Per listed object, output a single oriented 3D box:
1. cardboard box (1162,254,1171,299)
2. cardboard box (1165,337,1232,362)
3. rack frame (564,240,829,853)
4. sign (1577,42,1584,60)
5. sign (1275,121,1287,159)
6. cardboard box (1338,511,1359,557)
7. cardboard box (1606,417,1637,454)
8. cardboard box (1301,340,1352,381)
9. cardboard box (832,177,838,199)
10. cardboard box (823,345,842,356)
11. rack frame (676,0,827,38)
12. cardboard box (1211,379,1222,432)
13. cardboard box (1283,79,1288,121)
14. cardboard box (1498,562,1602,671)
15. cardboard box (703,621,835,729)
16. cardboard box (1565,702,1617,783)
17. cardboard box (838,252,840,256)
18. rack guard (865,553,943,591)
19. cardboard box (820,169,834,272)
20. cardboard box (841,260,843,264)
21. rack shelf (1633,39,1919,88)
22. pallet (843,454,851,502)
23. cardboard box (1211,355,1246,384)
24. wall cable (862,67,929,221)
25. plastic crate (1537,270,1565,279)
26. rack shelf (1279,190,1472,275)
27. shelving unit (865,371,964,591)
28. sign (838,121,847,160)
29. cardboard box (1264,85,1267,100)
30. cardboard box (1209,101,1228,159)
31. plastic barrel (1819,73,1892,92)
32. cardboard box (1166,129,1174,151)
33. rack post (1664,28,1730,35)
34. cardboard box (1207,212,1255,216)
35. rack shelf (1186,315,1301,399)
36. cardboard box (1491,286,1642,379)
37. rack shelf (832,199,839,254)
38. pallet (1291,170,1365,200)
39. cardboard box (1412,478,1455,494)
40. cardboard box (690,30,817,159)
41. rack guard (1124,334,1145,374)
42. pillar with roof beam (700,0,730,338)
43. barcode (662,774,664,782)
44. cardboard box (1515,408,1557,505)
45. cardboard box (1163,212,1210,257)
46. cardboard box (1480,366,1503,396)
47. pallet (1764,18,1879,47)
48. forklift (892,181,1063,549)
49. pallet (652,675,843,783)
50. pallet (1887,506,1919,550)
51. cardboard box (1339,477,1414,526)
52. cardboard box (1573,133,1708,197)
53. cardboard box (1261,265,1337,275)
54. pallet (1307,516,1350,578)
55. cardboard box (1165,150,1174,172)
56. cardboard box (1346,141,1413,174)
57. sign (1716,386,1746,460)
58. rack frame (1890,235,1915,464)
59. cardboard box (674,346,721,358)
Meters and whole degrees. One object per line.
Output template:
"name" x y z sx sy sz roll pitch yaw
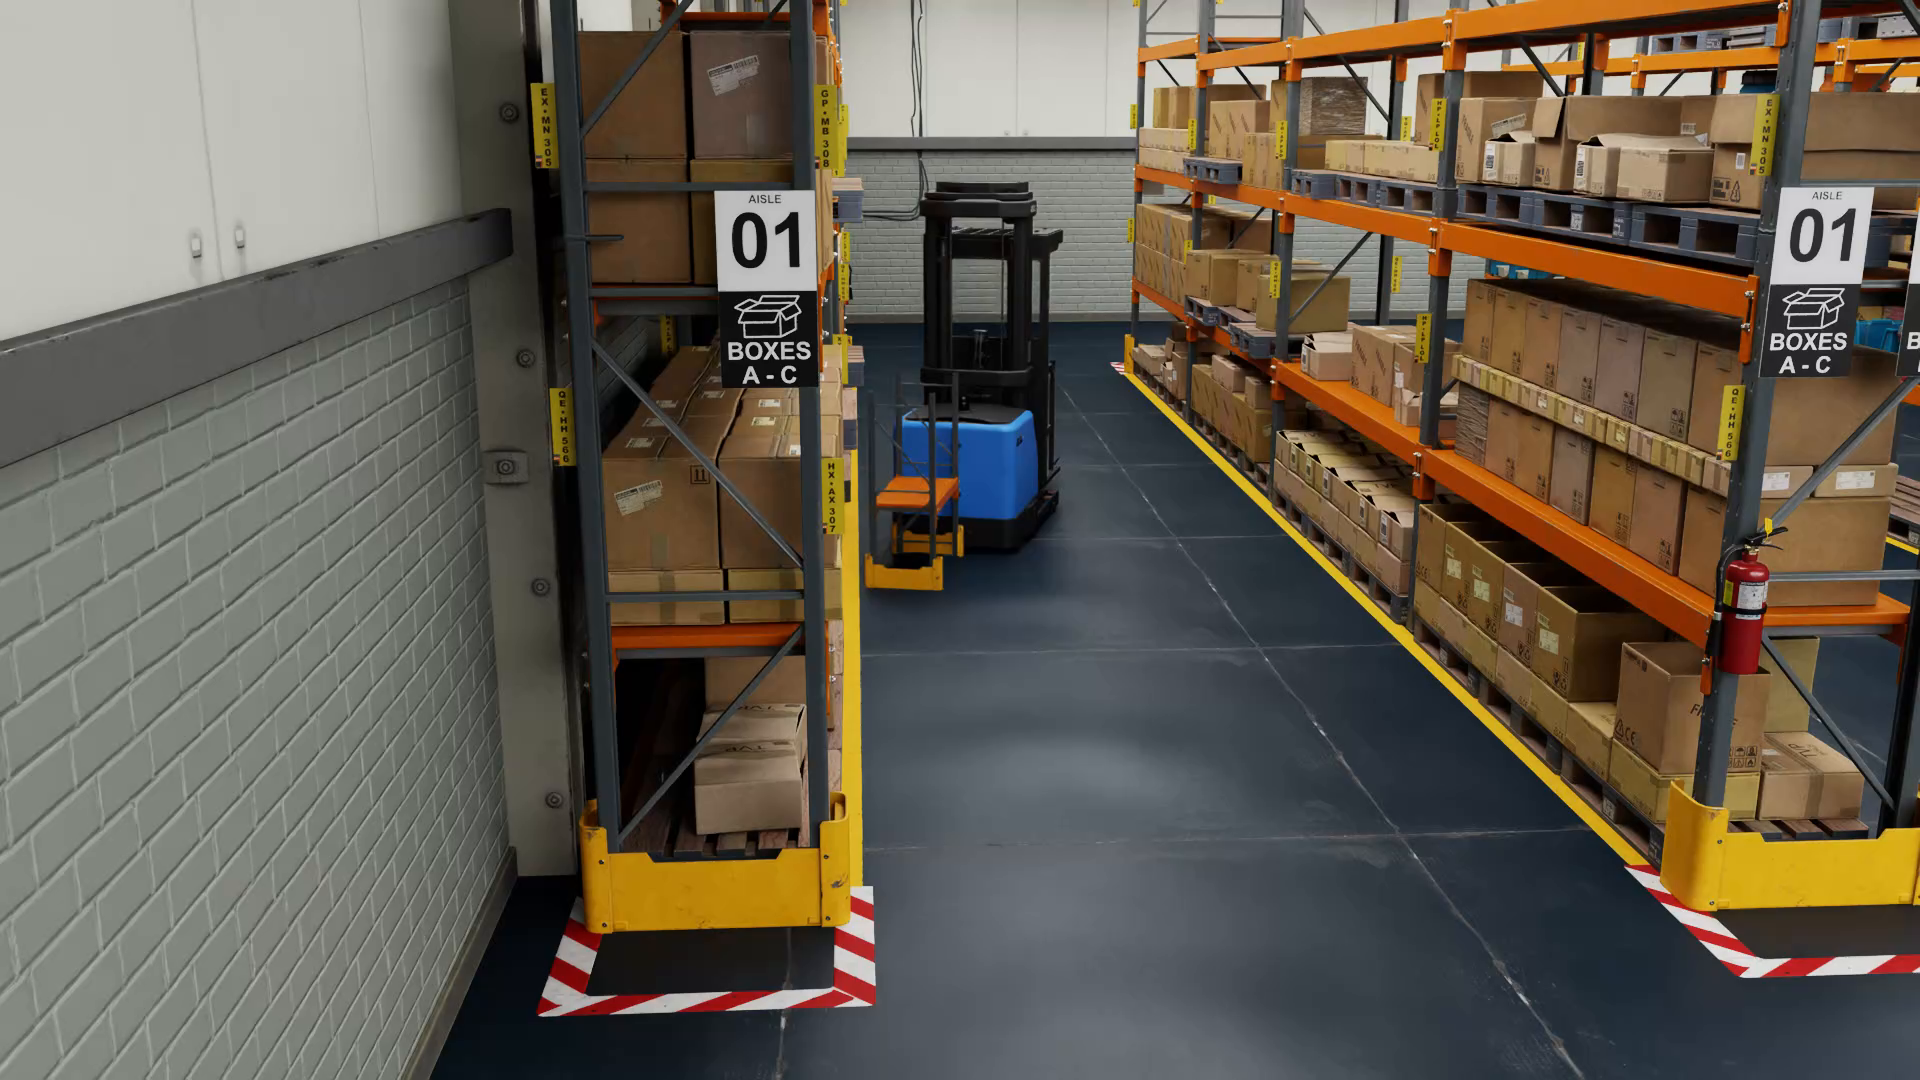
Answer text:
"cardboard box" 2.769 -3.242 20.407 0.500 0.500 0.500 -1 14 -2
"cardboard box" 3.002 -2.289 21.029 0.797 0.503 0.637 -1 14 -3
"rack frame" -1.077 0.244 7.057 1.000 3.000 0.127 -1 14 -3
"sign" 8.368 -6.649 22.458 0.100 0.325 0.005 -1 14 -3
"sign" 2.829 -3.518 14.621 0.100 0.325 0.005 -1 14 -3
"cardboard box" 3.242 -0.051 12.881 0.500 0.250 0.500 -1 14 -2
"cardboard box" 3.589 -0.544 8.619 0.380 0.149 0.250 0 14 -2
"cardboard box" 3.233 -1.554 14.225 0.500 0.311 0.500 -1 14 -4
"cardboard box" -1.259 -2.989 13.745 0.500 0.311 0.500 -1 14 -3
"cardboard box" -0.987 -0.938 10.407 0.500 0.500 0.500 -1 14 -4
"rack frame" -1.325 -3.656 10.175 1.000 3.000 0.127 -1 14 -3
"cardboard box" 2.978 -1.439 17.733 0.500 0.500 0.500 -1 14 -3
"cardboard box" 3.319 -4.043 15.494 0.500 0.500 0.500 -1 14 -3
"cardboard box" 3.430 0.430 9.504 0.500 0.500 0.500 -1 14 -3
"cardboard box" -1.061 0.743 9.251 0.700 0.500 0.500 -2 15 -7
"cardboard box" 3.496 1.042 8.631 0.500 0.250 0.500 -1 14 -3
"cardboard box" -1.378 -2.561 15.618 0.500 0.250 0.500 -1 14 -4
"rack guard" -0.425 0.243 12.579 0.587 0.250 0.087 2 15 9
"cardboard box" -0.846 -1.488 7.527 0.500 0.500 0.500 0 14 0
"cardboard box" -1.499 -2.705 17.680 0.500 0.500 0.500 -1 14 -3
"rack shelf" 8.191 -4.759 16.709 1.077 0.370 4.000 -1 14 -3
"pallet" -1.546 -0.592 15.903 1.003 0.211 1.213 -1 14 -3
"cardboard box" 2.972 -1.810 17.671 0.500 0.250 0.500 -1 14 -3
"wall cable" -2.062 -6.549 27.650 3.097 2.526 0.112 -1 14 -3
"plastic crate" 7.606 -3.367 21.309 0.416 0.233 0.300 -1 14 -3
"rack shelf" 3.495 -2.429 12.873 1.077 0.370 4.000 -1 14 -3
"shelving unit" -0.344 -0.484 12.899 0.587 1.500 1.083 2 15 9
"sign" -1.031 -3.456 14.382 0.100 0.325 0.005 -1 14 -3
"cardboard box" 3.166 -5.050 19.405 0.700 0.500 0.500 -1 14 -3
"cardboard box" 3.081 -4.444 18.014 0.600 0.600 0.600 -2 15 -9
"plastic barrel" 8.283 -3.903 15.453 0.600 0.830 0.708 -1 14 -3
"cardboard box" 2.766 -4.805 19.960 0.500 0.250 0.500 -1 14 -3
"rack post" 8.088 -5.552 17.696 0.937 0.300 0.954 -1 14 -4
"cardboard box" 3.311 -3.728 20.288 0.500 0.500 0.500 -1 14 -5
"rack shelf" 3.247 -1.972 17.113 1.077 0.370 4.000 -1 14 -3
"cardboard box" 3.685 -1.269 10.133 0.700 0.500 0.500 -1 14 -4
"rack shelf" -1.449 -2.352 12.572 1.077 0.370 4.000 -1 14 -3
"pallet" 3.502 -3.016 14.089 1.213 0.211 1.003 0 14 -1
"cardboard box" 3.783 -0.331 12.843 0.500 0.311 0.500 -1 14 -5
"cardboard box" -0.859 -1.850 6.930 0.500 0.500 0.500 -2 15 -7
"rack guard" 2.880 -2.583 23.061 1.175 0.500 0.348 -1 14 -3
"pillar with roof beam" 1.569 -5.873 18.791 9.100 9.000 0.400 -1 14 -3
"barcode" -1.431 1.157 8.003 0.001 0.075 0.075 -1 14 -3
"cardboard box" 3.719 -0.510 9.788 0.700 0.500 0.500 -1 14 -3
"cardboard box" 2.768 -3.725 20.275 0.500 0.500 0.500 -1 14 -3
"cardboard box" 3.476 -0.994 10.367 0.380 0.149 0.250 -1 14 -5
"pallet" 8.301 -4.698 15.409 1.213 0.211 1.003 -1 14 -3
"forklift" 0.283 -1.672 14.643 1.130 2.935 3.031 3 15 13
"pallet" -1.169 1.071 9.441 1.003 0.211 1.213 -1 14 -3
"pallet" 8.397 -0.052 13.804 1.003 0.211 1.213 -1 14 -3
"cardboard box" 3.241 -0.321 12.804 0.500 0.311 0.500 -1 14 -4
"cardboard box" 3.498 -1.934 8.560 0.500 0.311 0.500 1 14 3
"cardboard box" 3.354 -2.460 16.523 0.700 0.500 0.500 2 15 7
"pallet" 3.456 0.036 13.463 1.003 0.211 1.213 -1 14 -3
"cardboard box" 2.768 -4.563 20.022 0.500 0.250 0.500 -1 14 -3
"cardboard box" 3.506 -3.164 13.742 0.500 0.250 0.500 0 14 -2
"sign" 3.324 -0.504 7.165 0.100 0.325 0.005 -1 14 -3
"rack frame" 8.315 -1.898 15.384 1.000 3.000 0.127 -1 14 -3
"cardboard box" -1.504 -0.930 10.379 0.500 0.500 0.500 -1 14 -5
